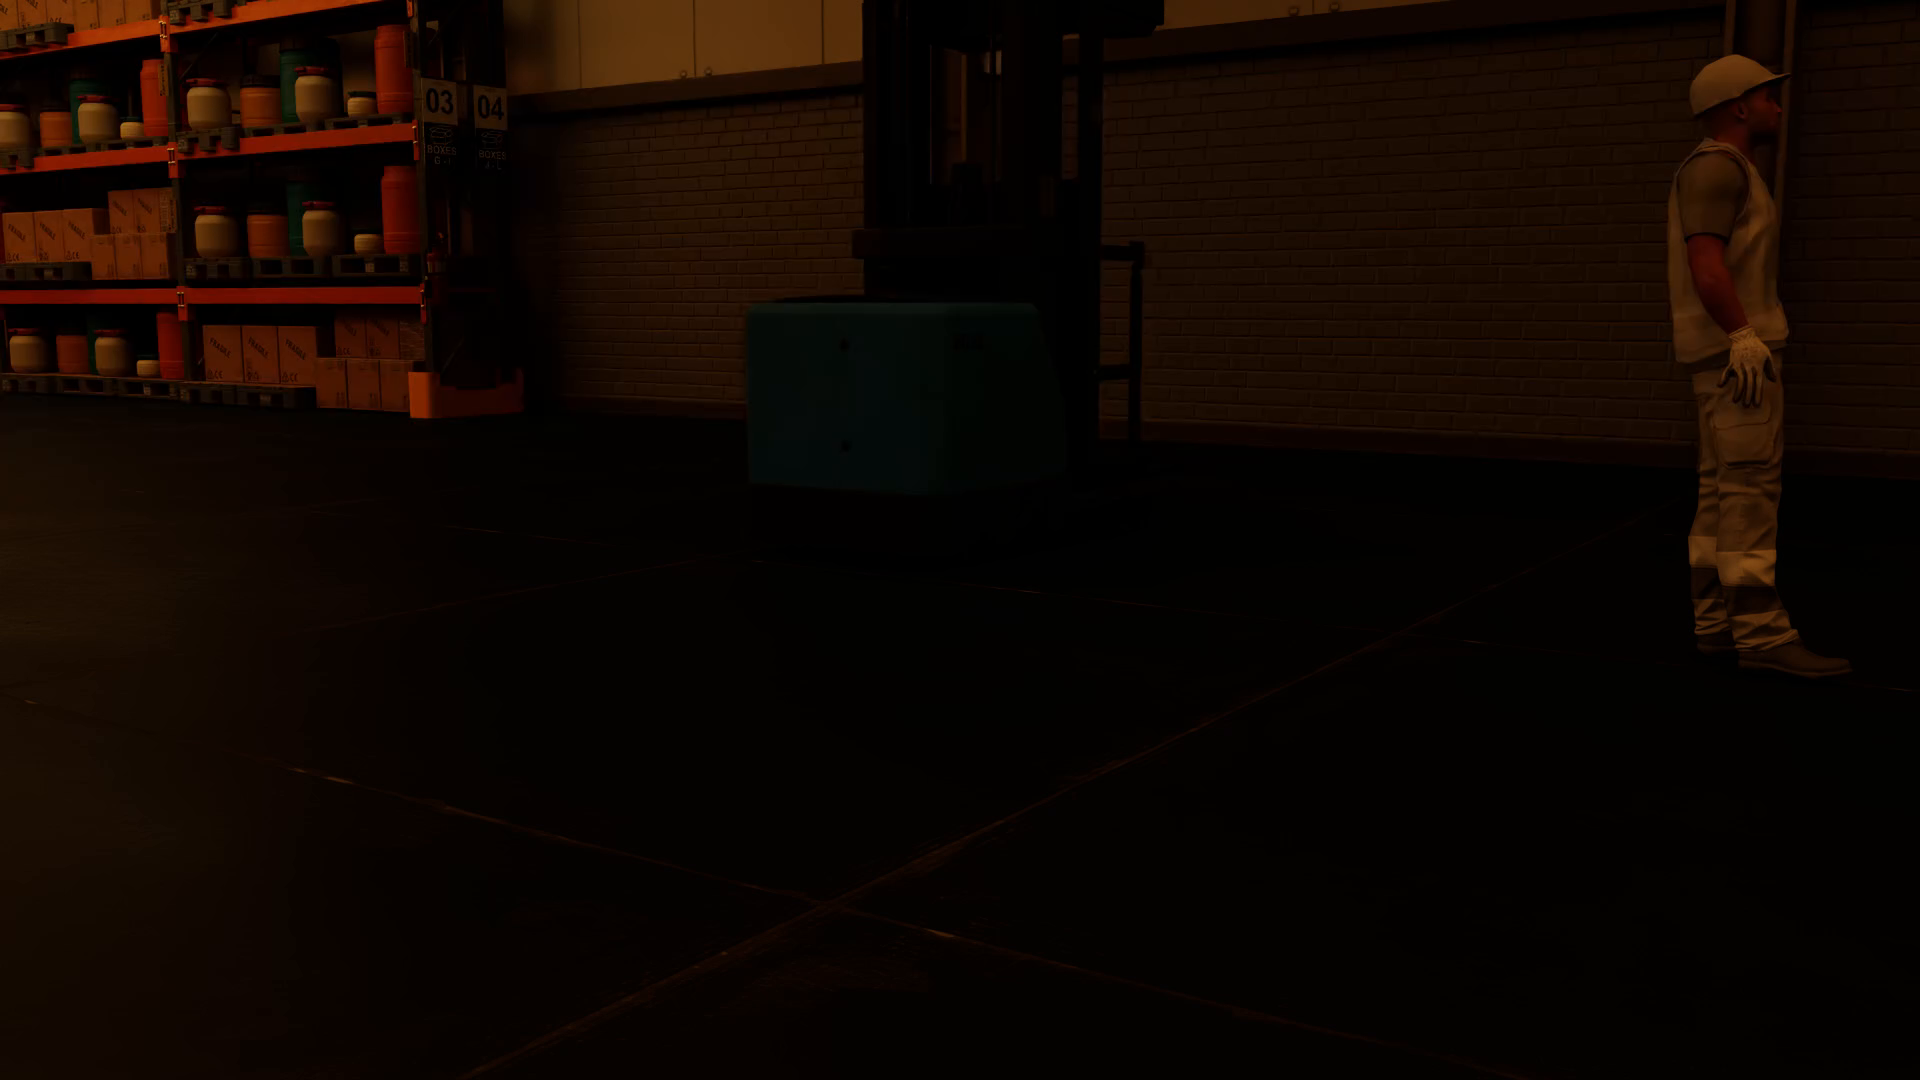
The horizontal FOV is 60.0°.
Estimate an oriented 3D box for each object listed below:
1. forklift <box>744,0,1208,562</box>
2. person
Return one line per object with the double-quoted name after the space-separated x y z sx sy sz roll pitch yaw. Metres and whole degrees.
0.283 -1.528 7.937 1.130 2.935 3.031 5 10 32 "forklift"
2.376 -0.530 4.919 0.564 1.787 0.637 4 9 25 "person"
